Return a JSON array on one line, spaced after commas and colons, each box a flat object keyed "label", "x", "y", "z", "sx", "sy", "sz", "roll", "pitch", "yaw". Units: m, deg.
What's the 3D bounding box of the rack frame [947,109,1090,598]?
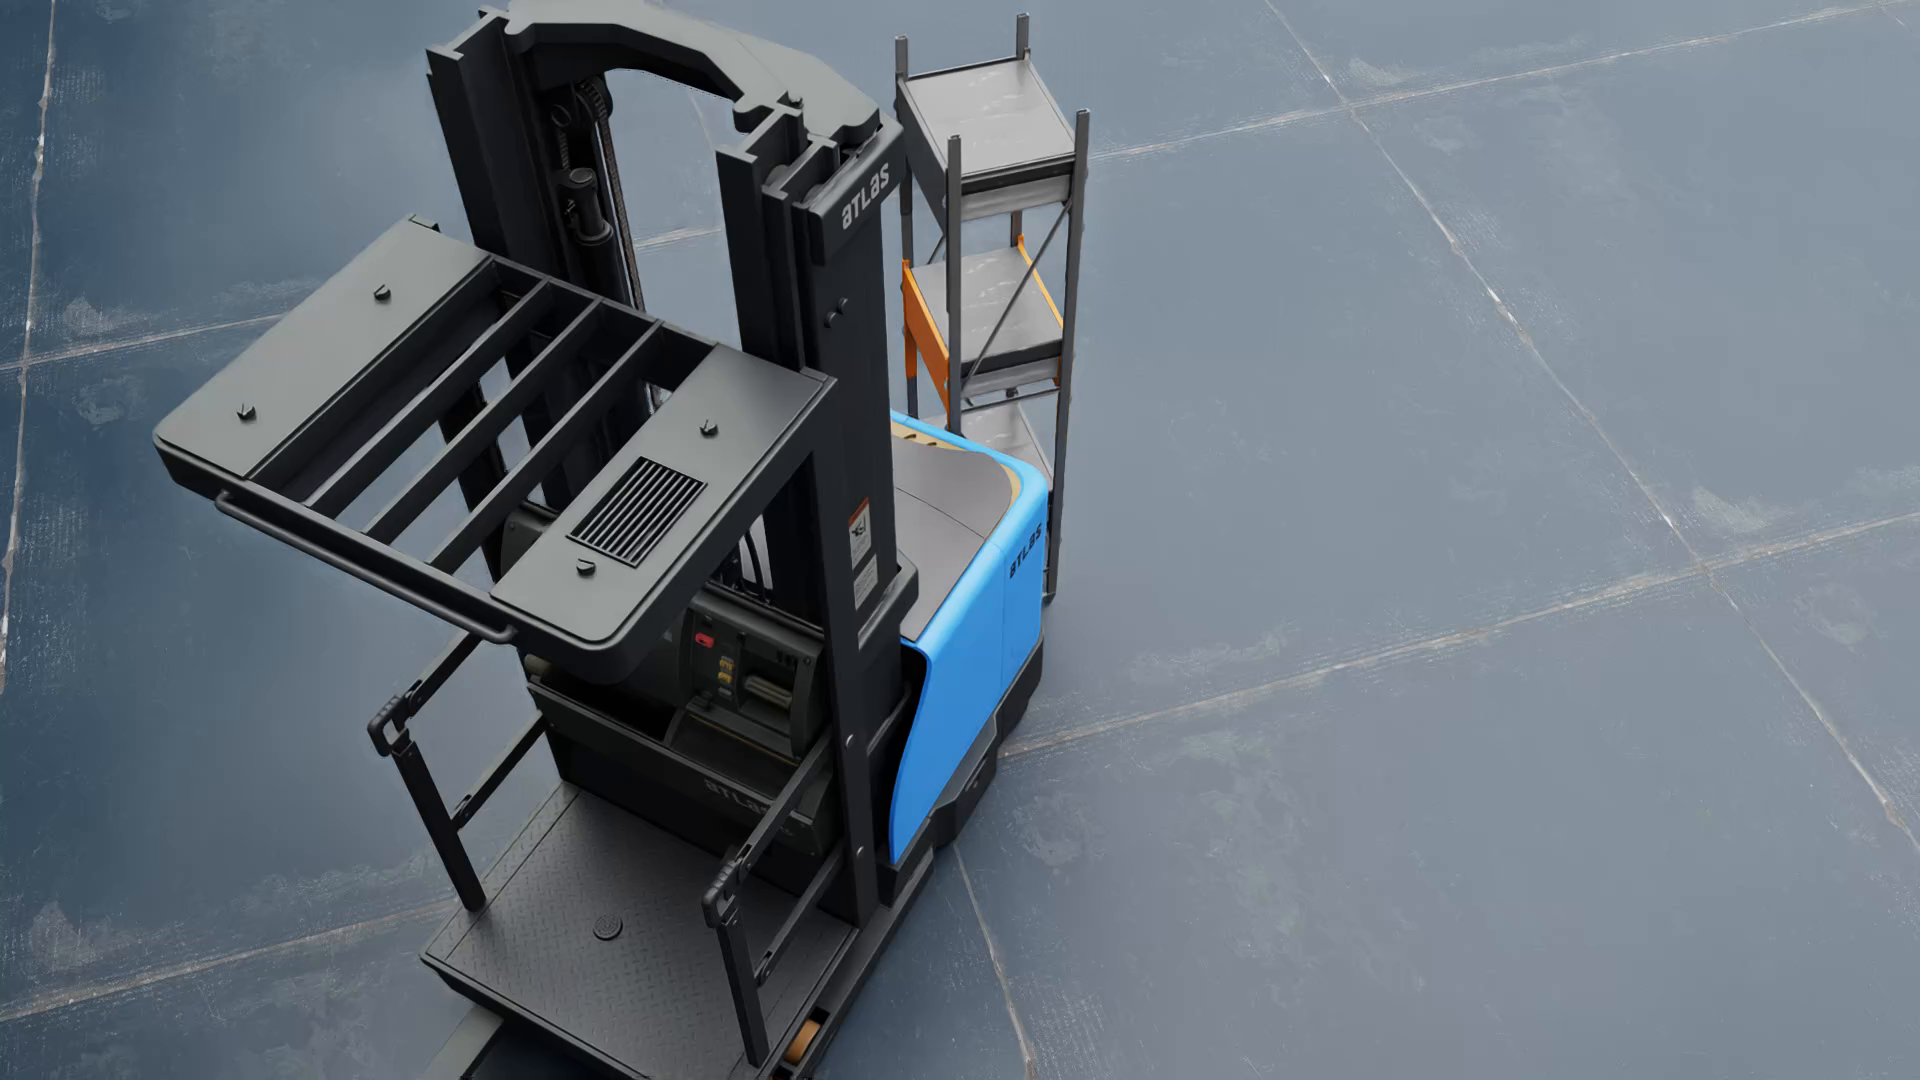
[{"label": "rack frame", "x": 0.159, "y": -0.435, "z": 5.243, "sx": 0.400, "sy": 2.100, "sz": 0.015, "roll": -14, "pitch": 51, "yaw": -12}]

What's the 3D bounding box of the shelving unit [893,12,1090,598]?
[{"label": "shelving unit", "x": 0.083, "y": -0.612, "z": 5.393, "sx": 0.431, "sy": 2.100, "sz": 0.503, "roll": -14, "pitch": 51, "yaw": -12}]

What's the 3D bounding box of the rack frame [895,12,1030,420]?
[{"label": "rack frame", "x": 0.008, "y": -0.789, "z": 5.542, "sx": 0.400, "sy": 2.100, "sz": 0.015, "roll": -14, "pitch": 51, "yaw": -12}]

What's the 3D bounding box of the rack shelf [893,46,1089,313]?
[{"label": "rack shelf", "x": 0.083, "y": -1.054, "z": 4.868, "sx": 0.431, "sy": 0.518, "sz": 0.480, "roll": -14, "pitch": 51, "yaw": -12}]

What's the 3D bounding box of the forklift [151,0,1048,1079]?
[{"label": "forklift", "x": -0.862, "y": 0.355, "z": 4.034, "sx": 1.130, "sy": 2.935, "sz": 3.031, "roll": 22, "pitch": 53, "yaw": 18}]

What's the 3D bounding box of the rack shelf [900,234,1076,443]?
[{"label": "rack shelf", "x": 0.083, "y": -0.603, "z": 5.403, "sx": 0.431, "sy": 0.518, "sz": 0.480, "roll": -14, "pitch": 51, "yaw": -12}]

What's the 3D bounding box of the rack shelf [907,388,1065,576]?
[{"label": "rack shelf", "x": 0.083, "y": -0.152, "z": 5.938, "sx": 0.431, "sy": 0.518, "sz": 0.480, "roll": -14, "pitch": 51, "yaw": -12}]
